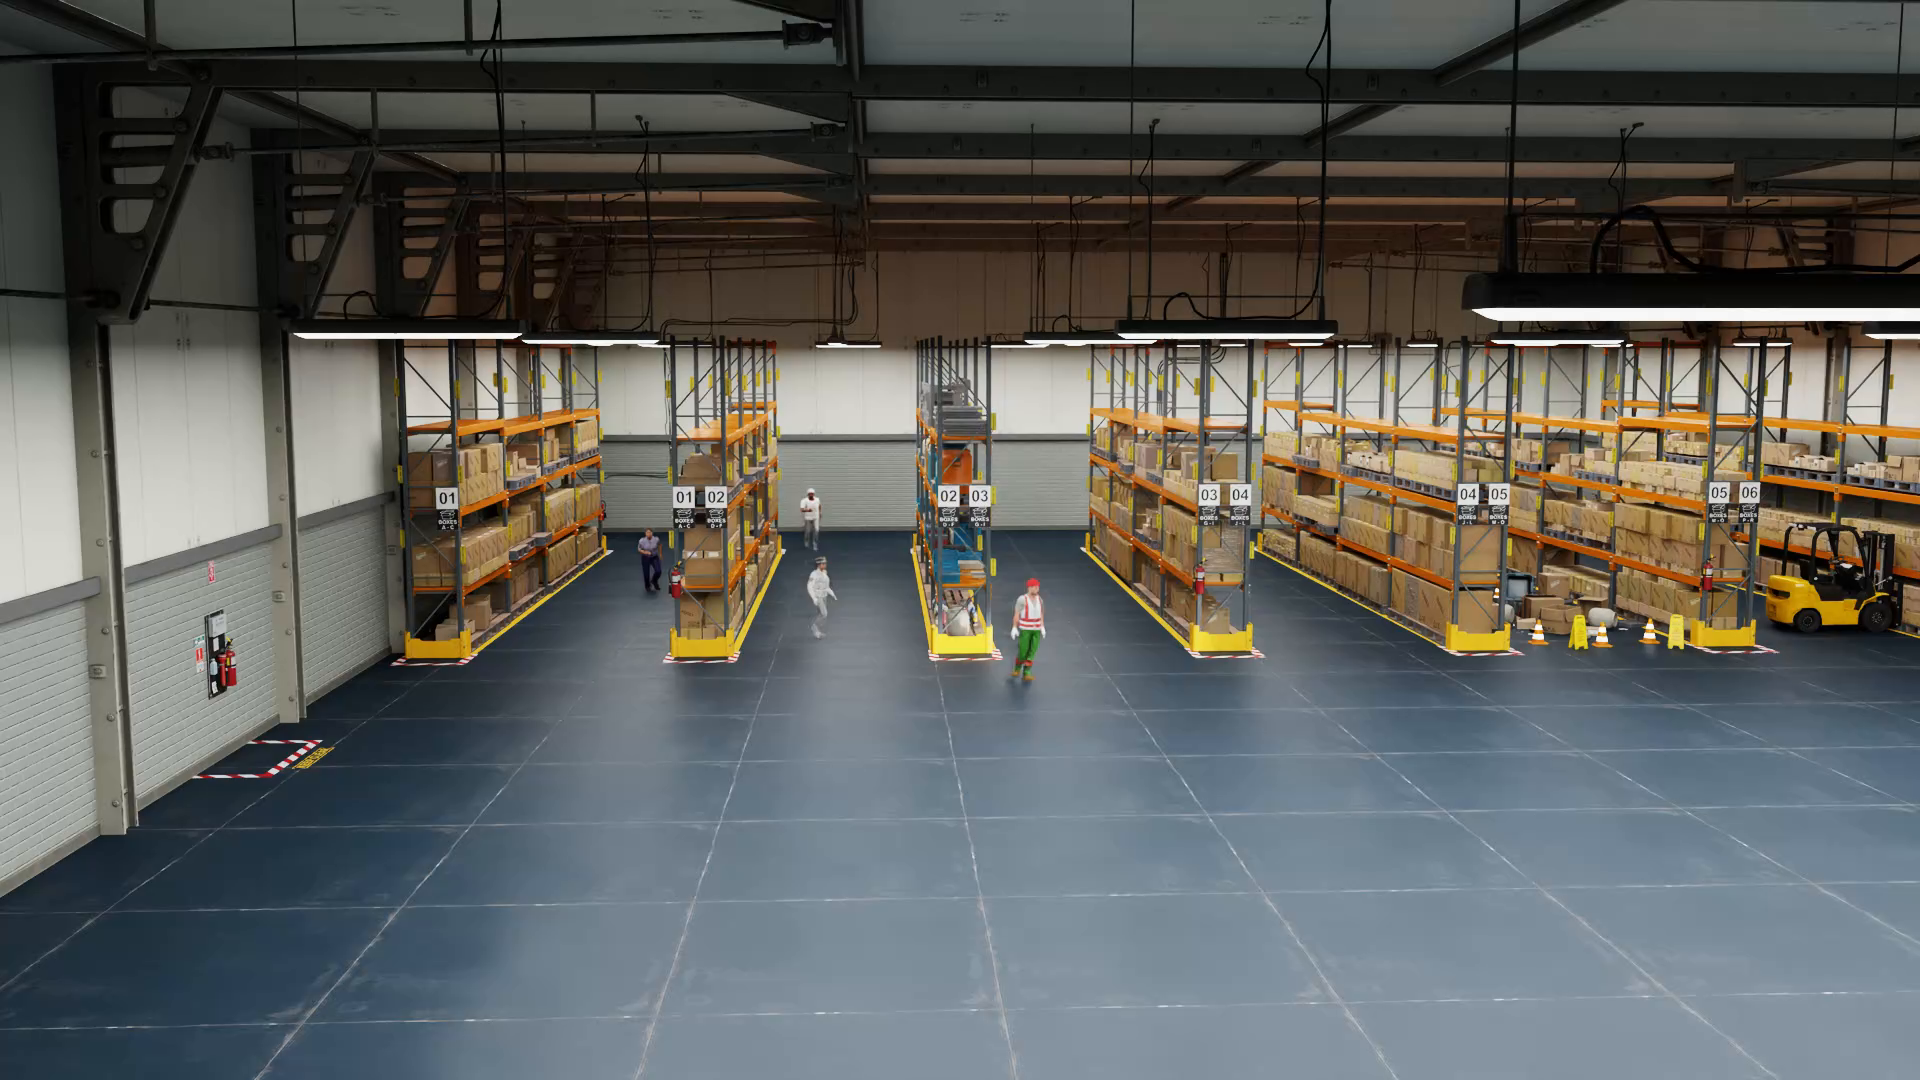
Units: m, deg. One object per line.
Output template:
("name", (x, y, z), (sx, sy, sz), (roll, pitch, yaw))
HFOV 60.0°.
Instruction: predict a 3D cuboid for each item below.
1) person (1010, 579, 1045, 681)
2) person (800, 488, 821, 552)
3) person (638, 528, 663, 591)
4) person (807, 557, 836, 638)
("person", (1.168, 1.554, 28.861), (0.605, 1.780, 0.440), (-4, 8, -31))
("person", (-4.273, -0.580, 47.795), (0.670, 1.824, 0.852), (-2, 7, -19))
("person", (-7.345, 0.469, 39.499), (0.617, 1.543, 0.860), (-2, 7, -17))
("person", (-2.775, 1.140, 32.916), (0.584, 1.653, 0.540), (3, 7, 27))
